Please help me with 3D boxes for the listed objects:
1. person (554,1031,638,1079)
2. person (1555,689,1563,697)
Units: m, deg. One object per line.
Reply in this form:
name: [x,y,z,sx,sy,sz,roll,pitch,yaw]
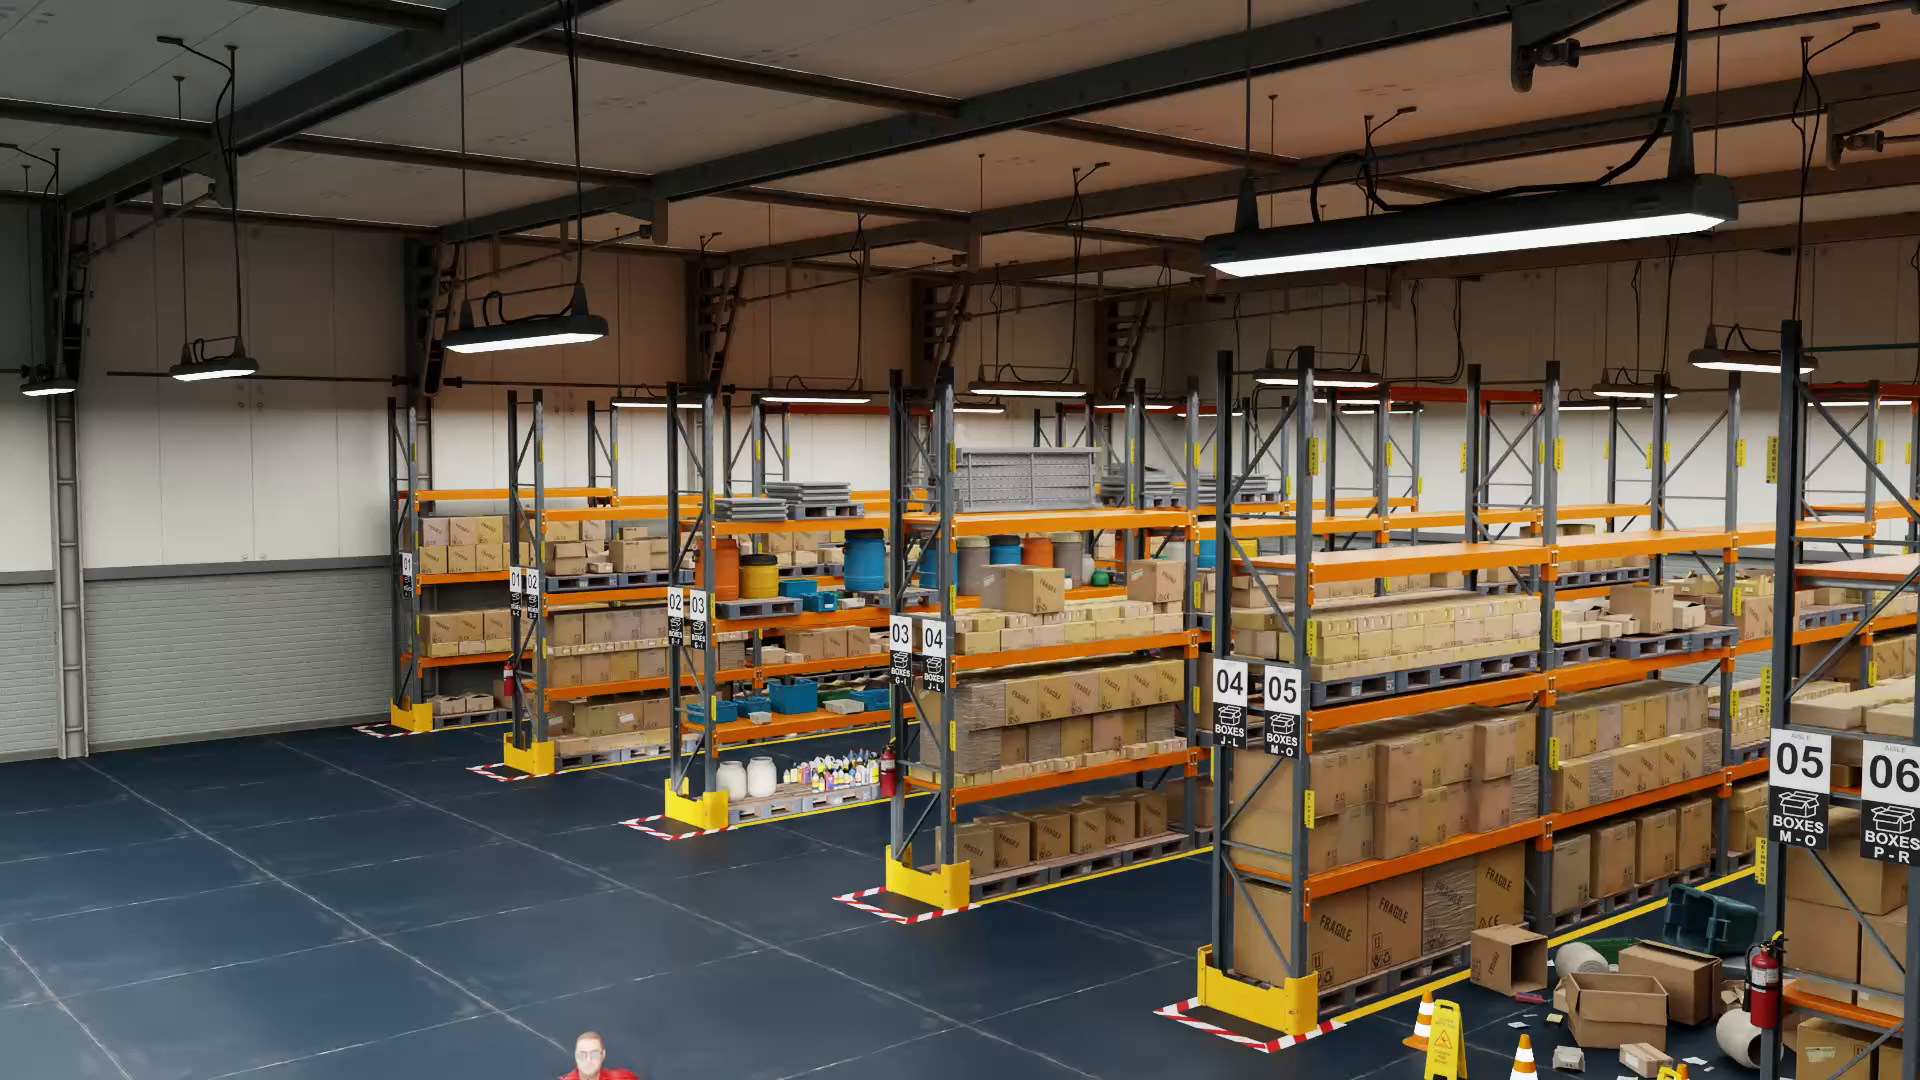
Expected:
person: [-2.155,3.731,9.725,0.664,1.726,0.954,-1,3,-12]
person: [8.592,2.963,23.995,0.499,1.638,0.783,3,5,44]
